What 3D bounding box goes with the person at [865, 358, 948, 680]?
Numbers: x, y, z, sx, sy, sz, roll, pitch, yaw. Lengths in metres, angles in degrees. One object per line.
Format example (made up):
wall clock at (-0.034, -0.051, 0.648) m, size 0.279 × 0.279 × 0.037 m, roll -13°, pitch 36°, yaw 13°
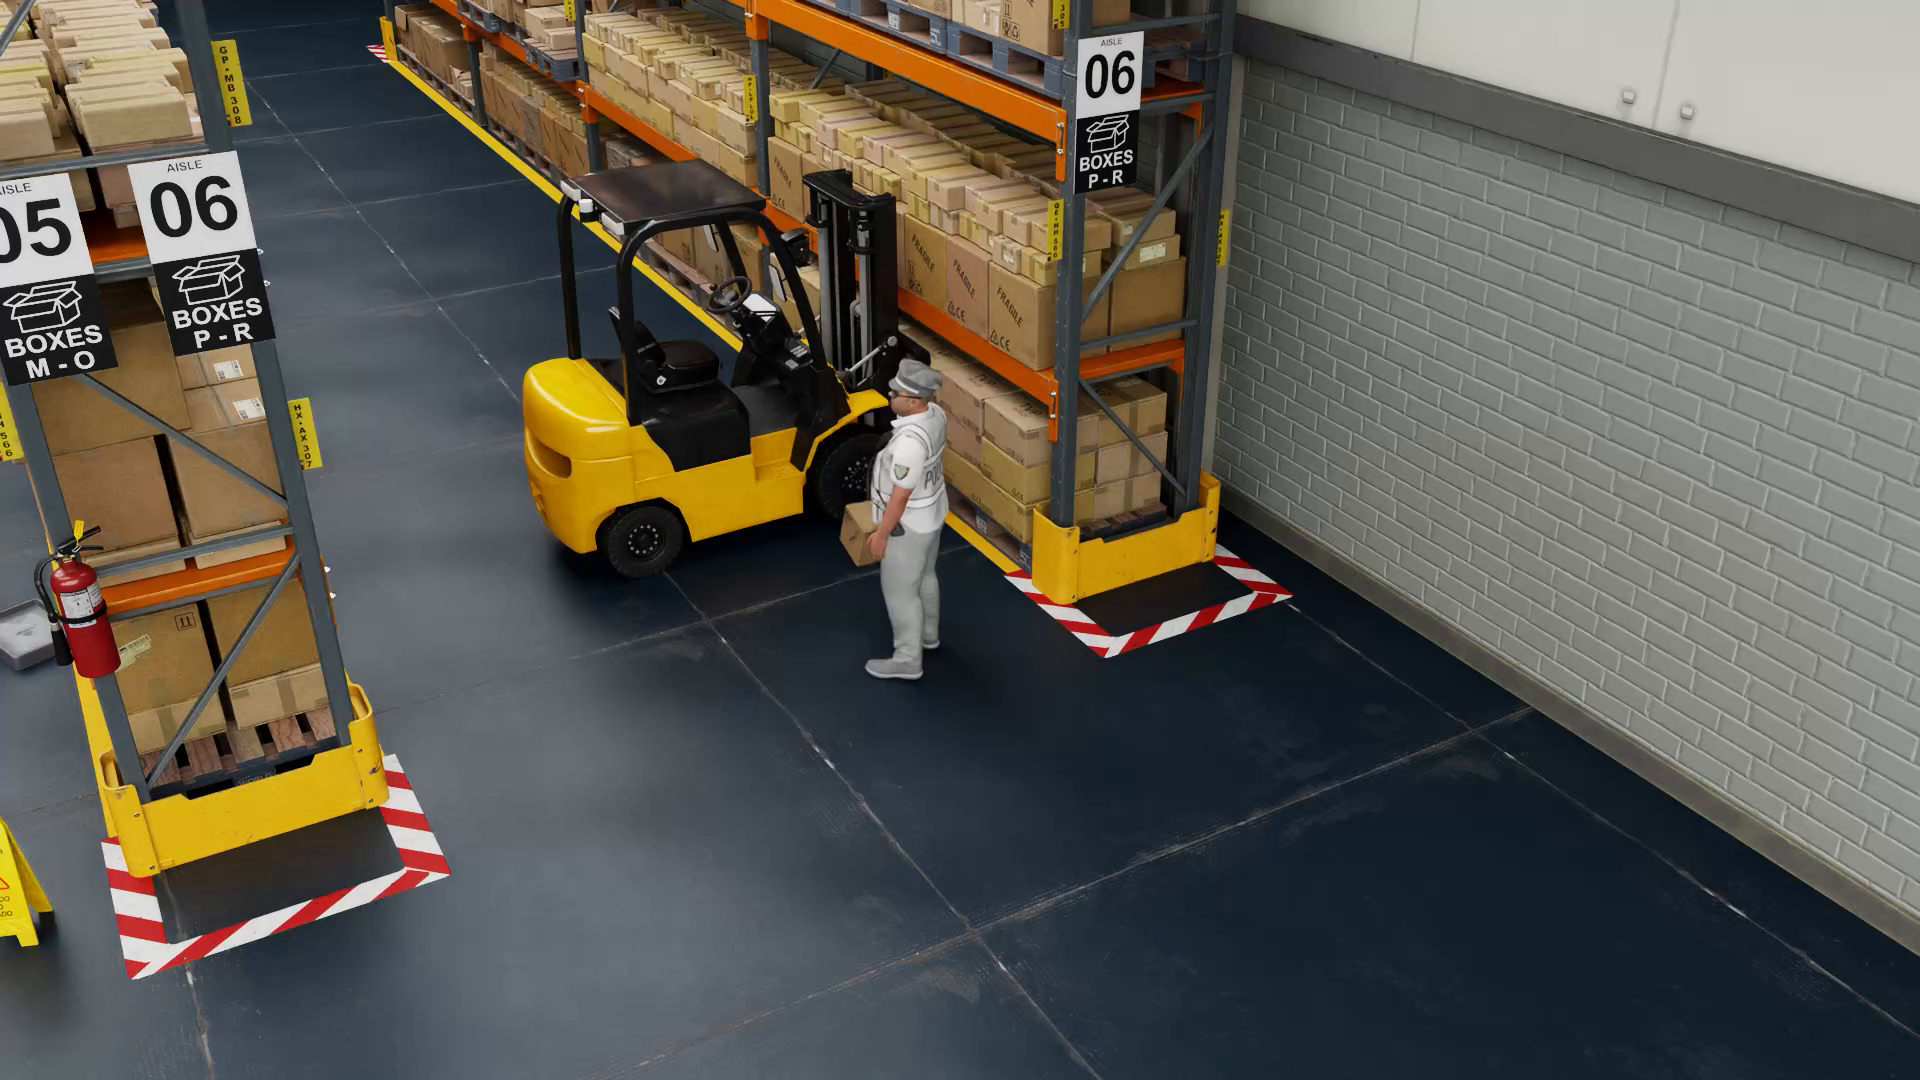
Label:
person at (-0.285, -0.127, 8.728) m, size 0.435 × 1.786 × 0.611 m, roll 8°, pitch 30°, yaw 14°
